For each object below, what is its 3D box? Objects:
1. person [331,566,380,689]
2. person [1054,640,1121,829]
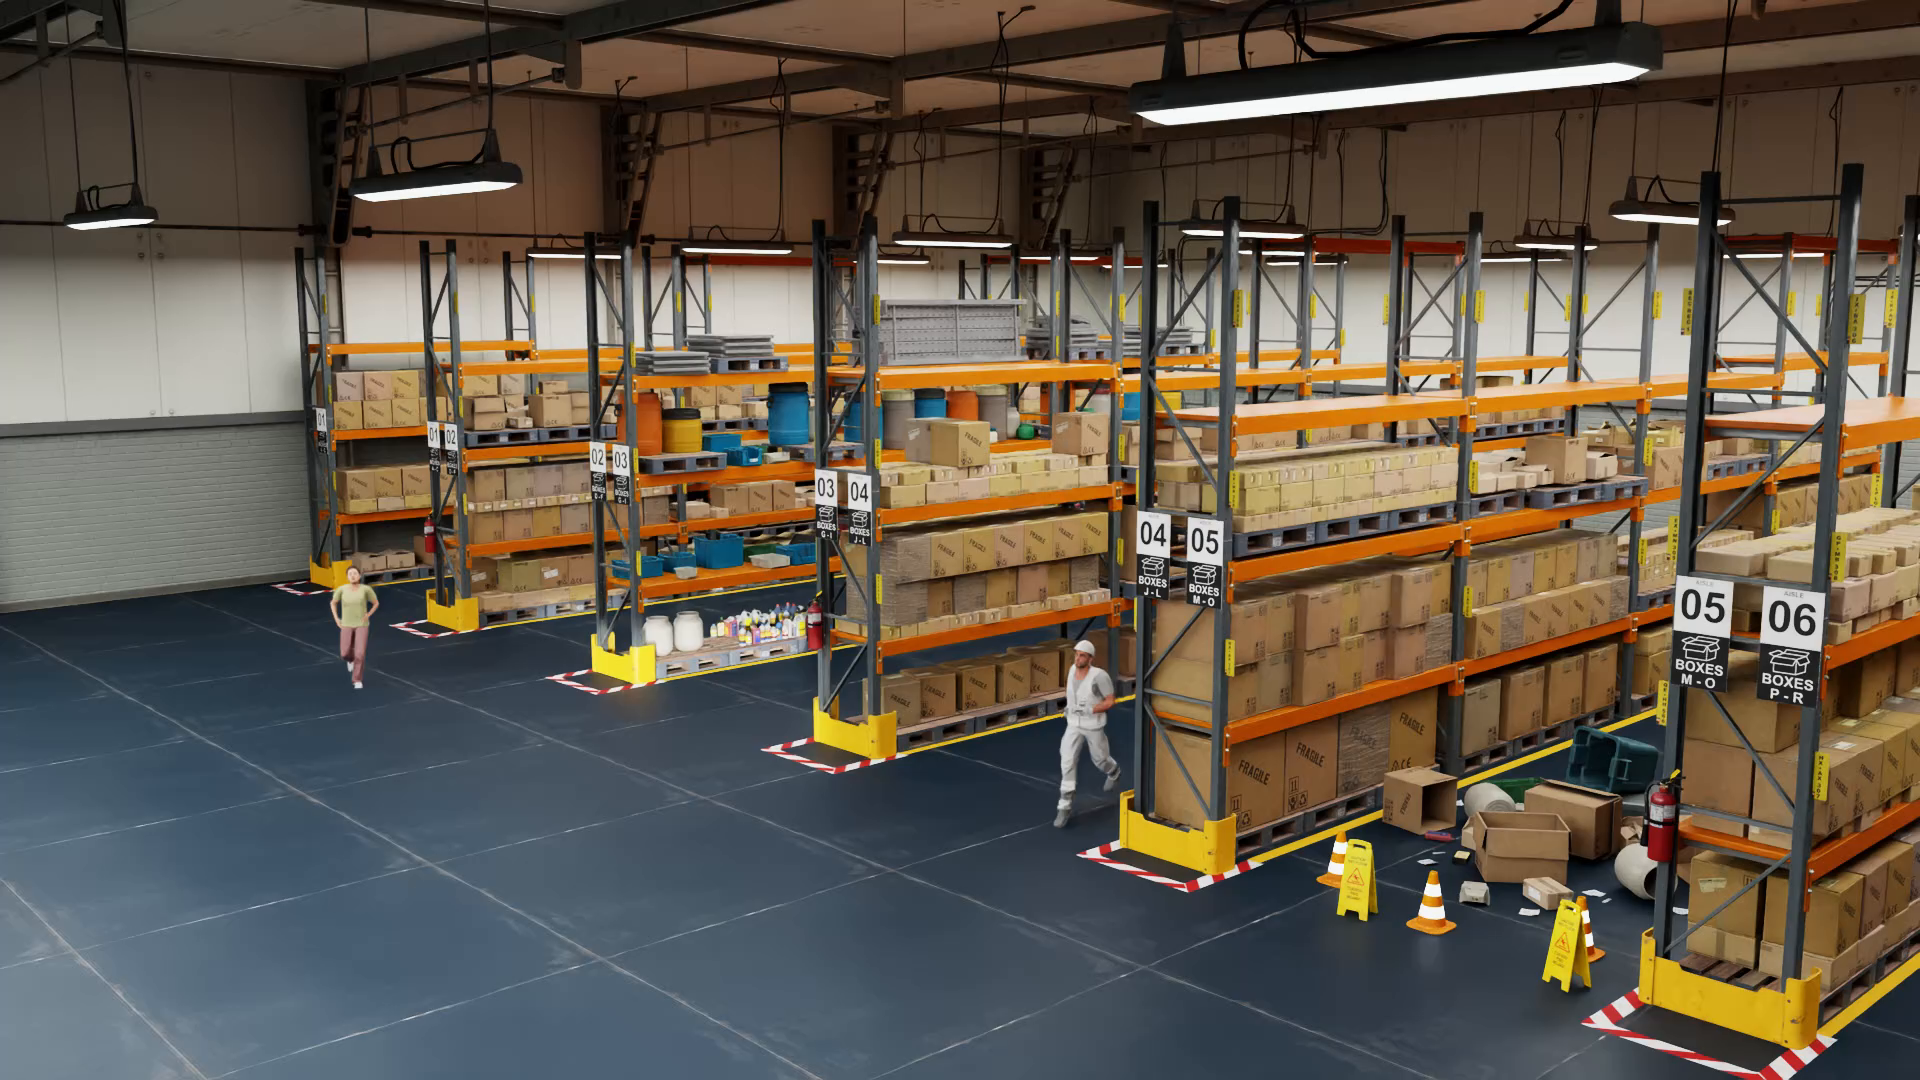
[{"bbox_3d":[-8.034,1.147,22.112,0.616,1.616,0.563,-2,9,-13],"label":"person"},{"bbox_3d":[1.301,1.878,16.560,0.613,1.810,1.143,5,10,32],"label":"person"}]
